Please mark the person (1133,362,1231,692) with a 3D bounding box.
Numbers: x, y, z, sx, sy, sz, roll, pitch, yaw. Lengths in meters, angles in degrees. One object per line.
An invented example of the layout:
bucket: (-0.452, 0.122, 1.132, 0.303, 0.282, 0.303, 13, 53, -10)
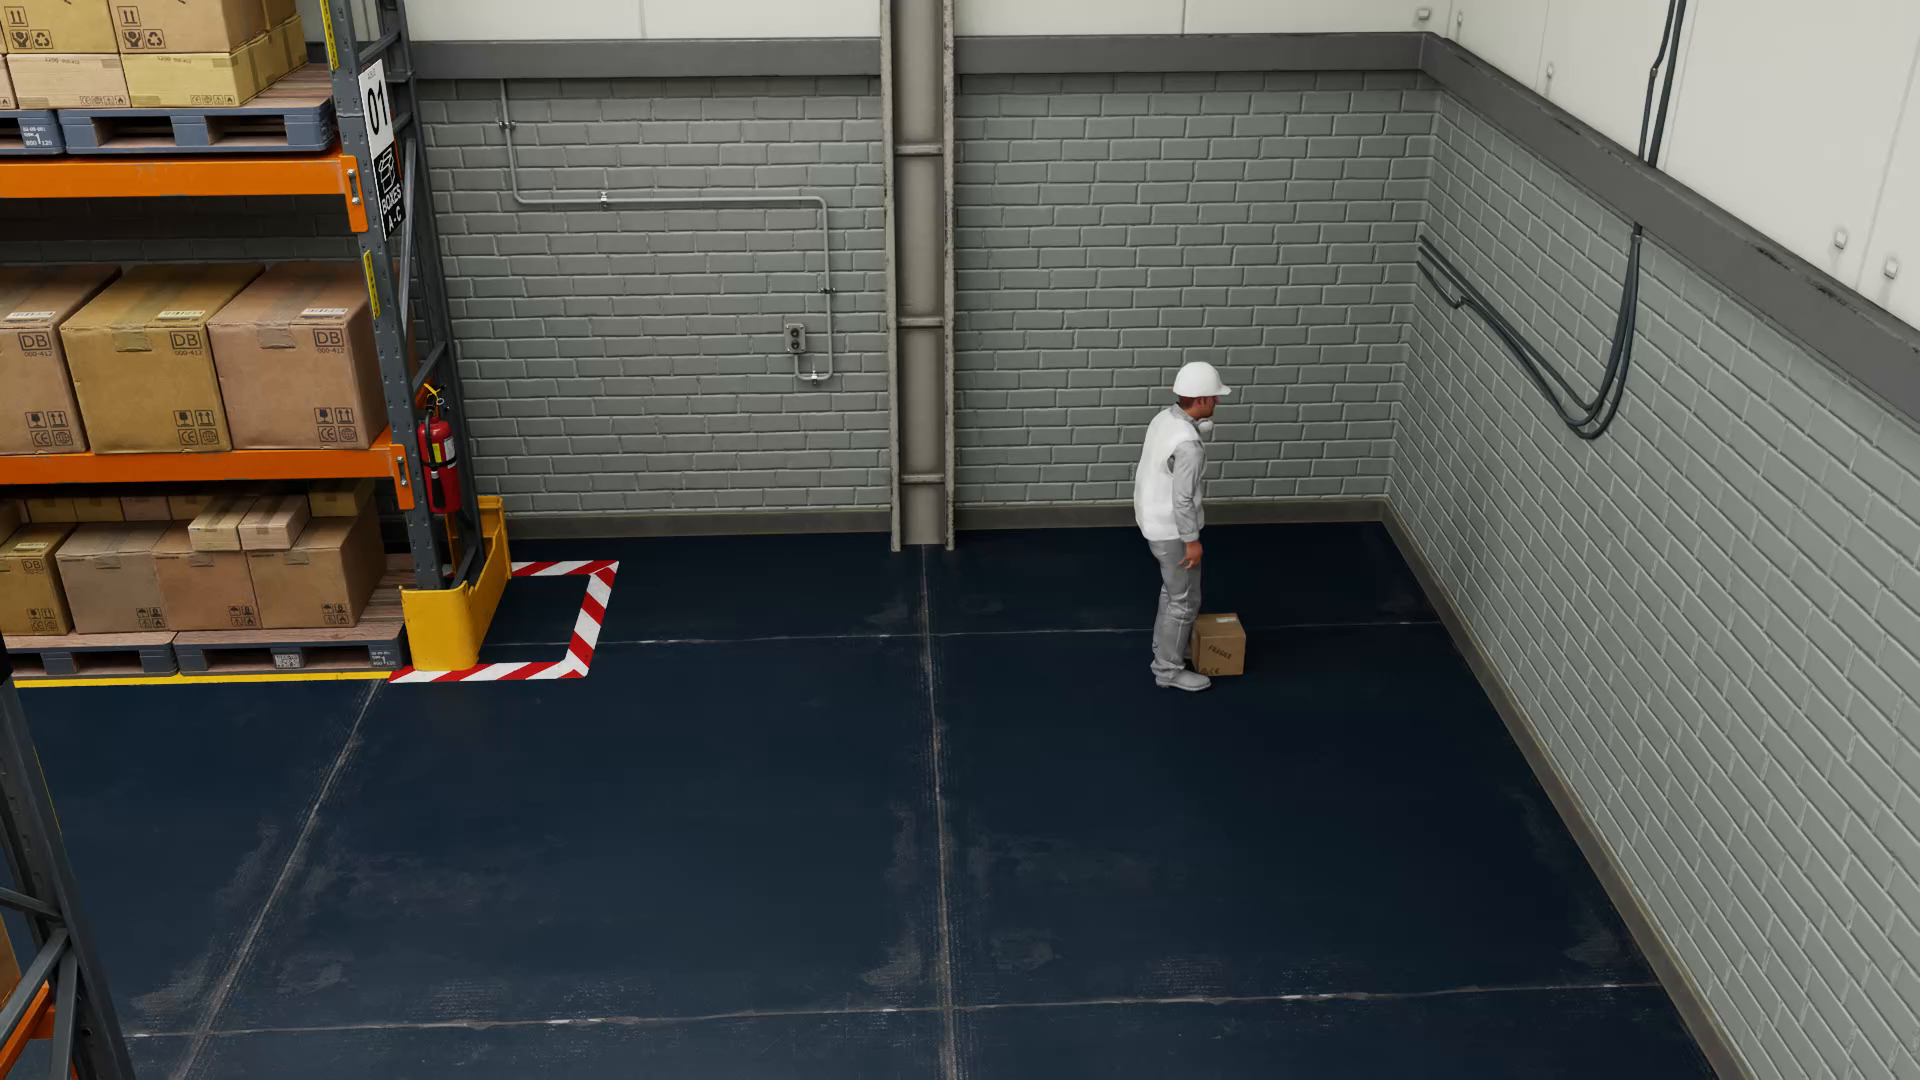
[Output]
person: (1.155, -0.091, 8.771, 0.476, 1.767, 0.582, -3, 28, -5)
